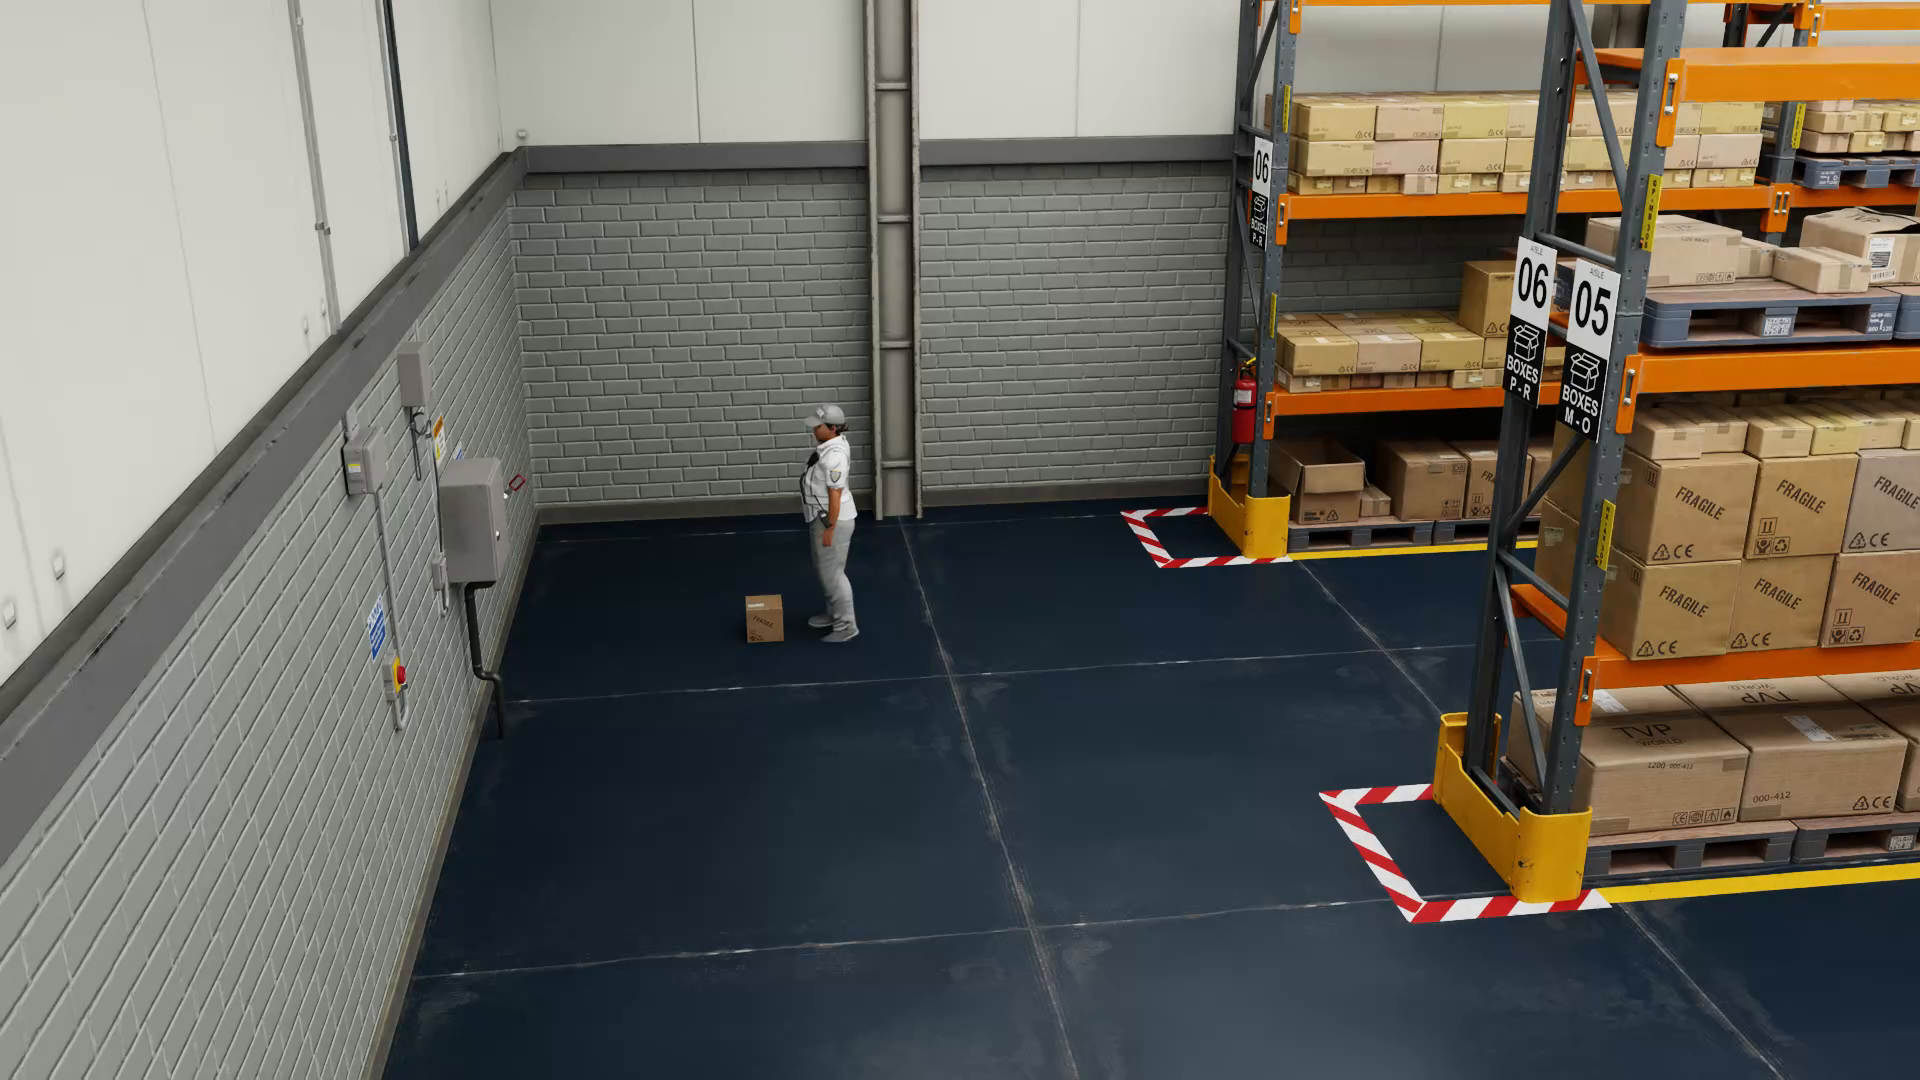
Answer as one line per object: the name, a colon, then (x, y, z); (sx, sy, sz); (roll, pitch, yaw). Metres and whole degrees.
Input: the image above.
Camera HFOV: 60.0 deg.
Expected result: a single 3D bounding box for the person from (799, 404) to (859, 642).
person: (-0.902, -0.112, 11.439); (0.389, 1.696, 0.466); (-2, 20, -6)
